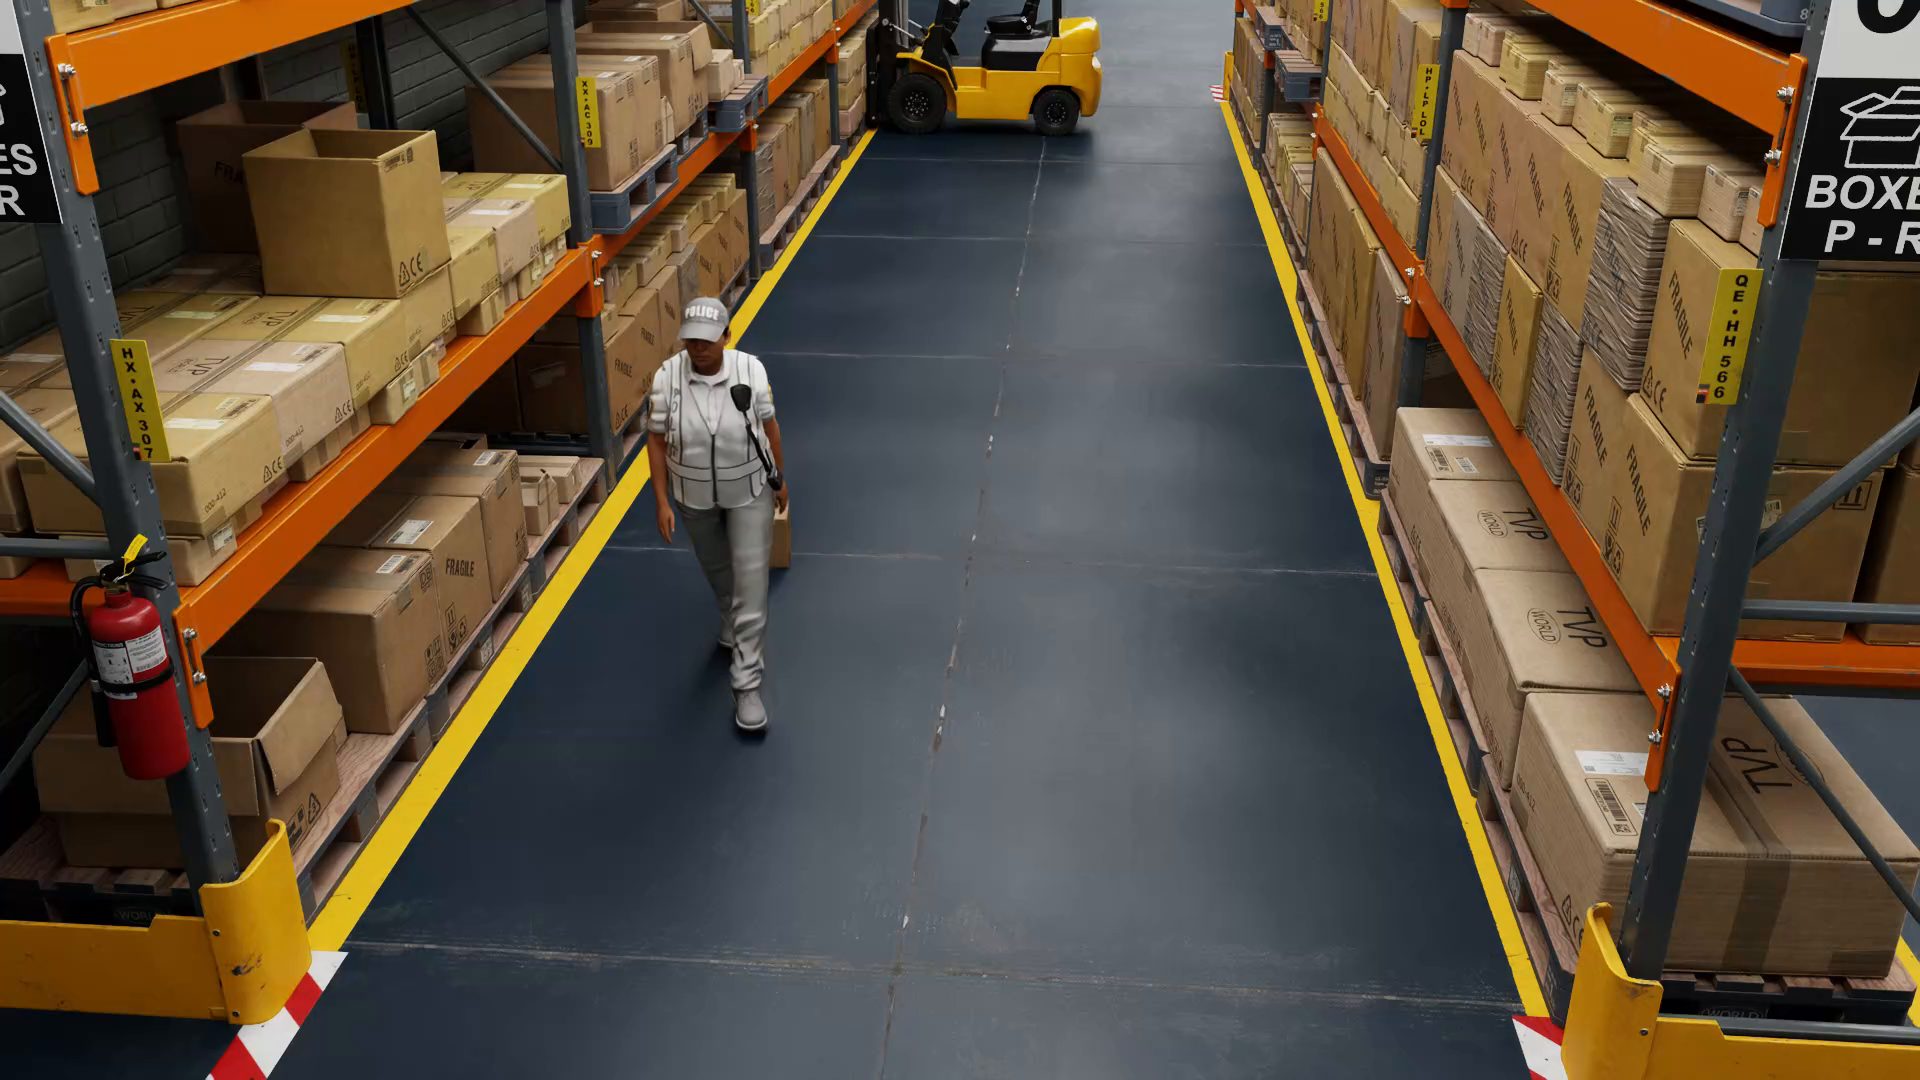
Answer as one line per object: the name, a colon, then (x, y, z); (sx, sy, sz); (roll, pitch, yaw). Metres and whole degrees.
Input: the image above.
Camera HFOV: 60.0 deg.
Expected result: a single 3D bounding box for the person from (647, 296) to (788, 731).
person: (-0.950, -0.180, 6.485); (0.506, 1.598, 0.963); (1, 25, 2)
